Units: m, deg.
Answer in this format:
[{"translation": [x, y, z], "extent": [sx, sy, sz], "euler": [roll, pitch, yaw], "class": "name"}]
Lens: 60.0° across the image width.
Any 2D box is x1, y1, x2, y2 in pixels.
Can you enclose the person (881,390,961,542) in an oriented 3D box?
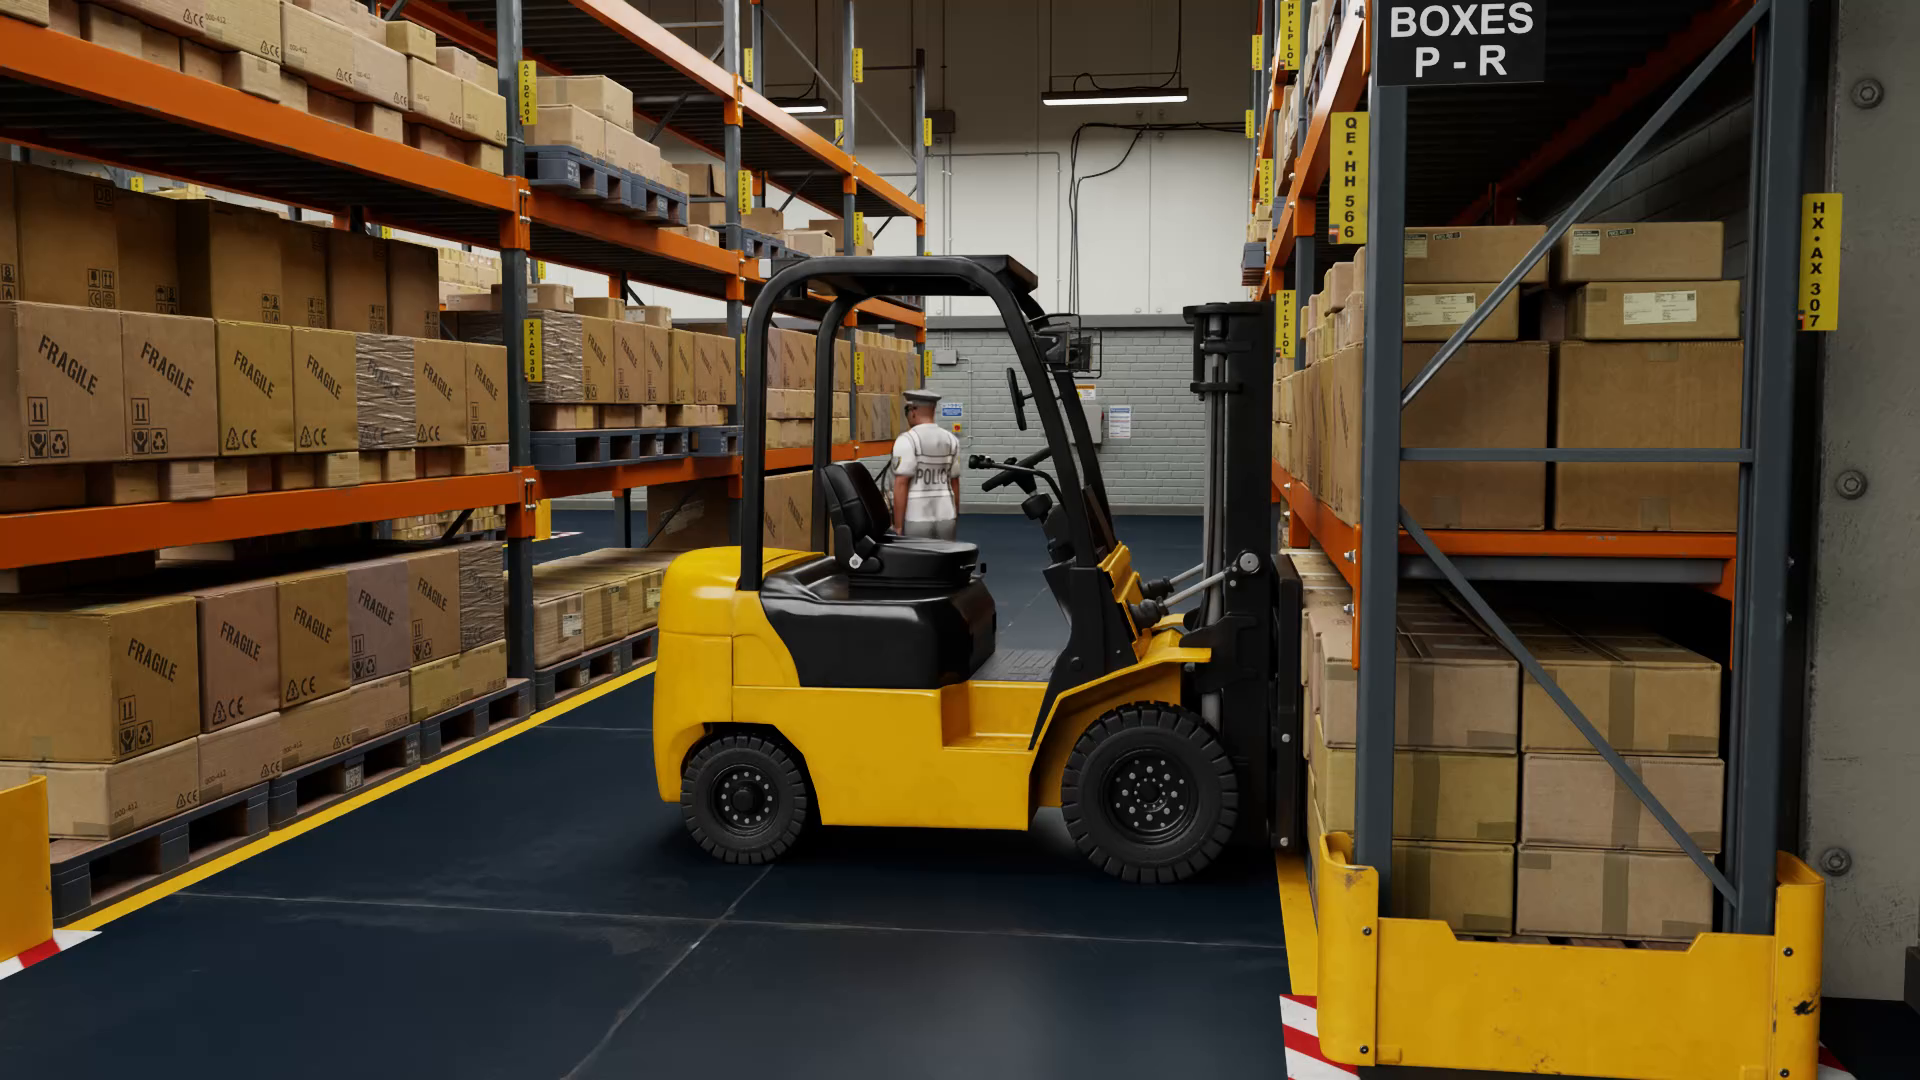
[{"translation": [-0.326, -0.109, 10.884], "extent": [0.552, 1.740, 0.707], "euler": [-3, 6, -36], "class": "person"}]
